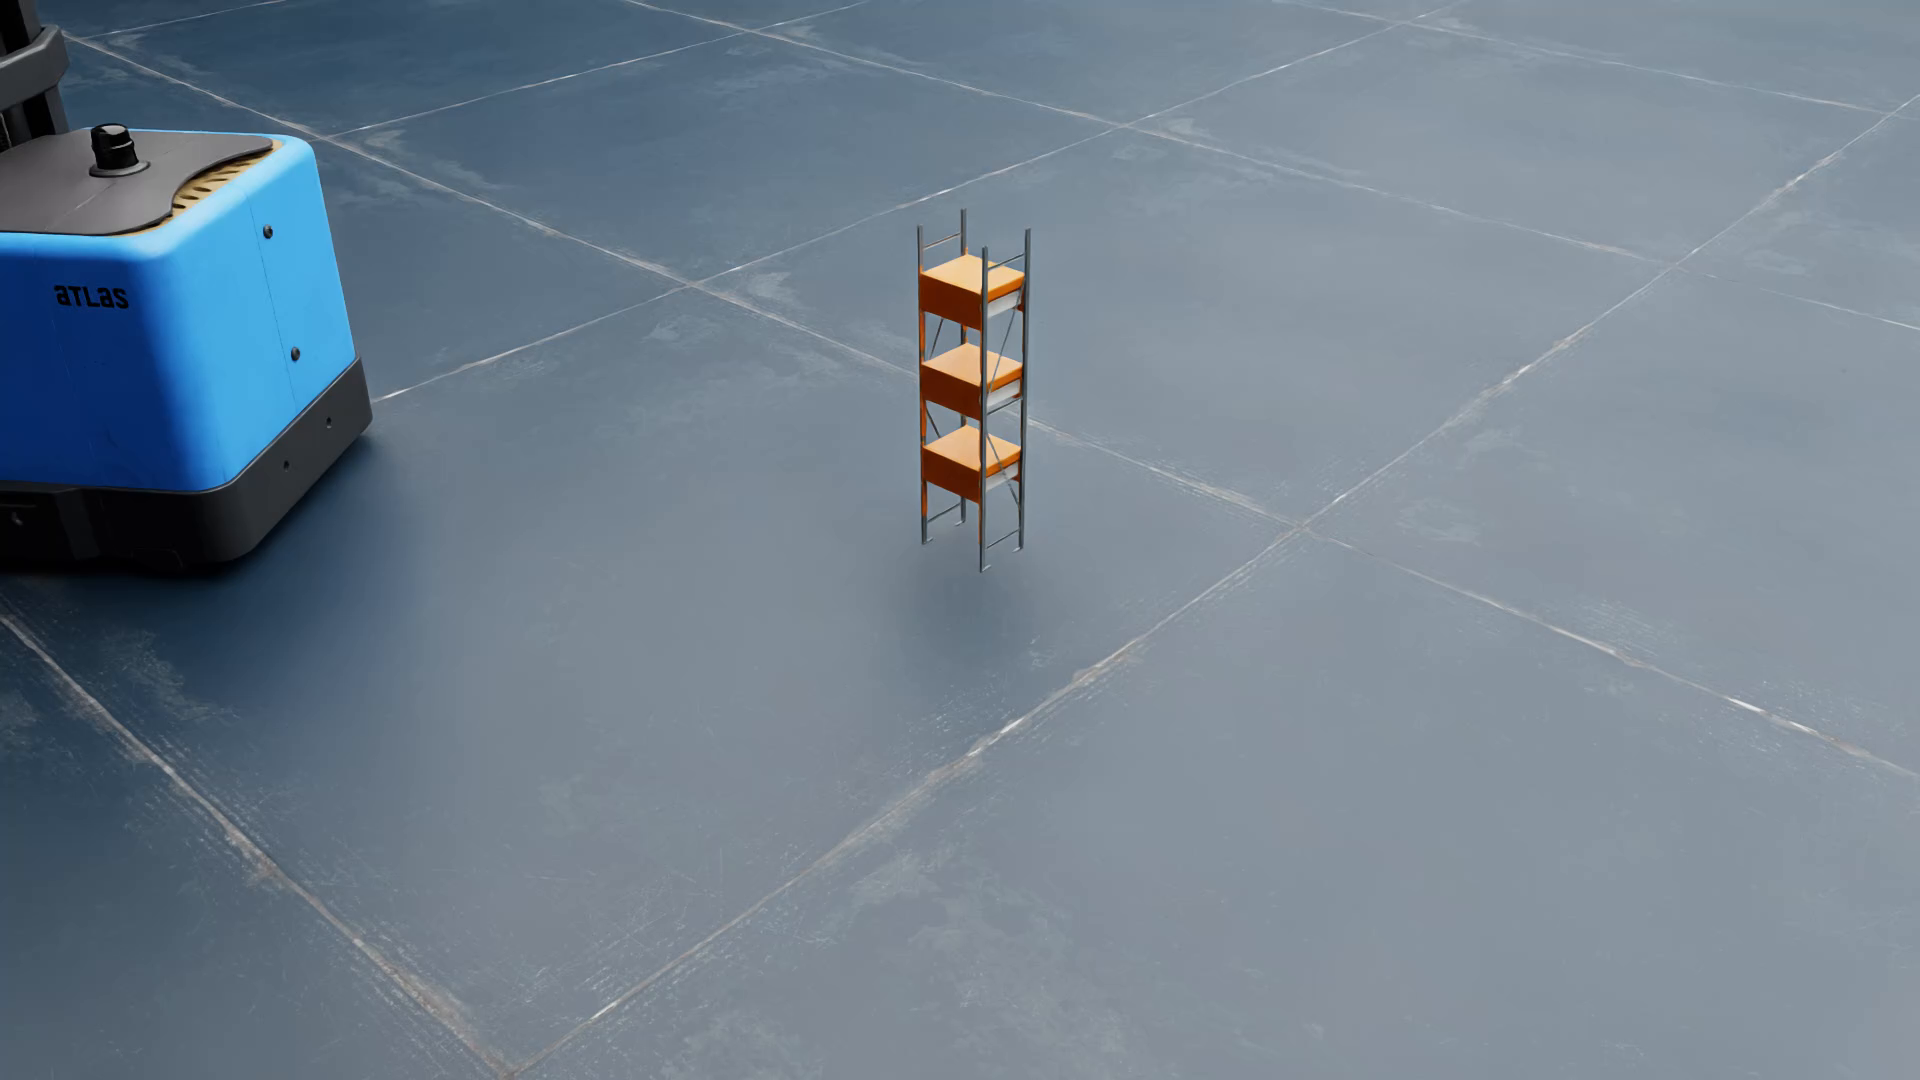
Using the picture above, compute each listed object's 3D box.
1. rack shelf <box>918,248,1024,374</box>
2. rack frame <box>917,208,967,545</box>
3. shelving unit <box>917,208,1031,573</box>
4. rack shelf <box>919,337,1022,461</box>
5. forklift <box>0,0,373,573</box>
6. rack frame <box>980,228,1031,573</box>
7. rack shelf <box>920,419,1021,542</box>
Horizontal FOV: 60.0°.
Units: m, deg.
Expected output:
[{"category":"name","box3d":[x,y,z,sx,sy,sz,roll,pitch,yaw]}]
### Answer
[{"category":"rack shelf","box3d":[0.040,-0.665,4.808,0.240,0.259,0.215,25,39,35]},{"category":"rack frame","box3d":[-0.051,-0.473,5.019,0.008,1.050,0.200,25,39,35]},{"category":"shelving unit","box3d":[0.040,-0.431,4.948,0.252,1.050,0.215,25,39,35]},{"category":"rack shelf","box3d":[0.040,-0.422,4.954,0.240,0.259,0.215,25,39,35]},{"category":"forklift","box3d":[-3.605,-1.479,4.865,3.031,2.935,1.130,4,31,6]},{"category":"rack frame","box3d":[0.130,-0.389,4.878,0.008,1.050,0.200,25,39,35]},{"category":"rack shelf","box3d":[0.040,-0.184,5.097,0.240,0.259,0.215,25,39,35]}]
